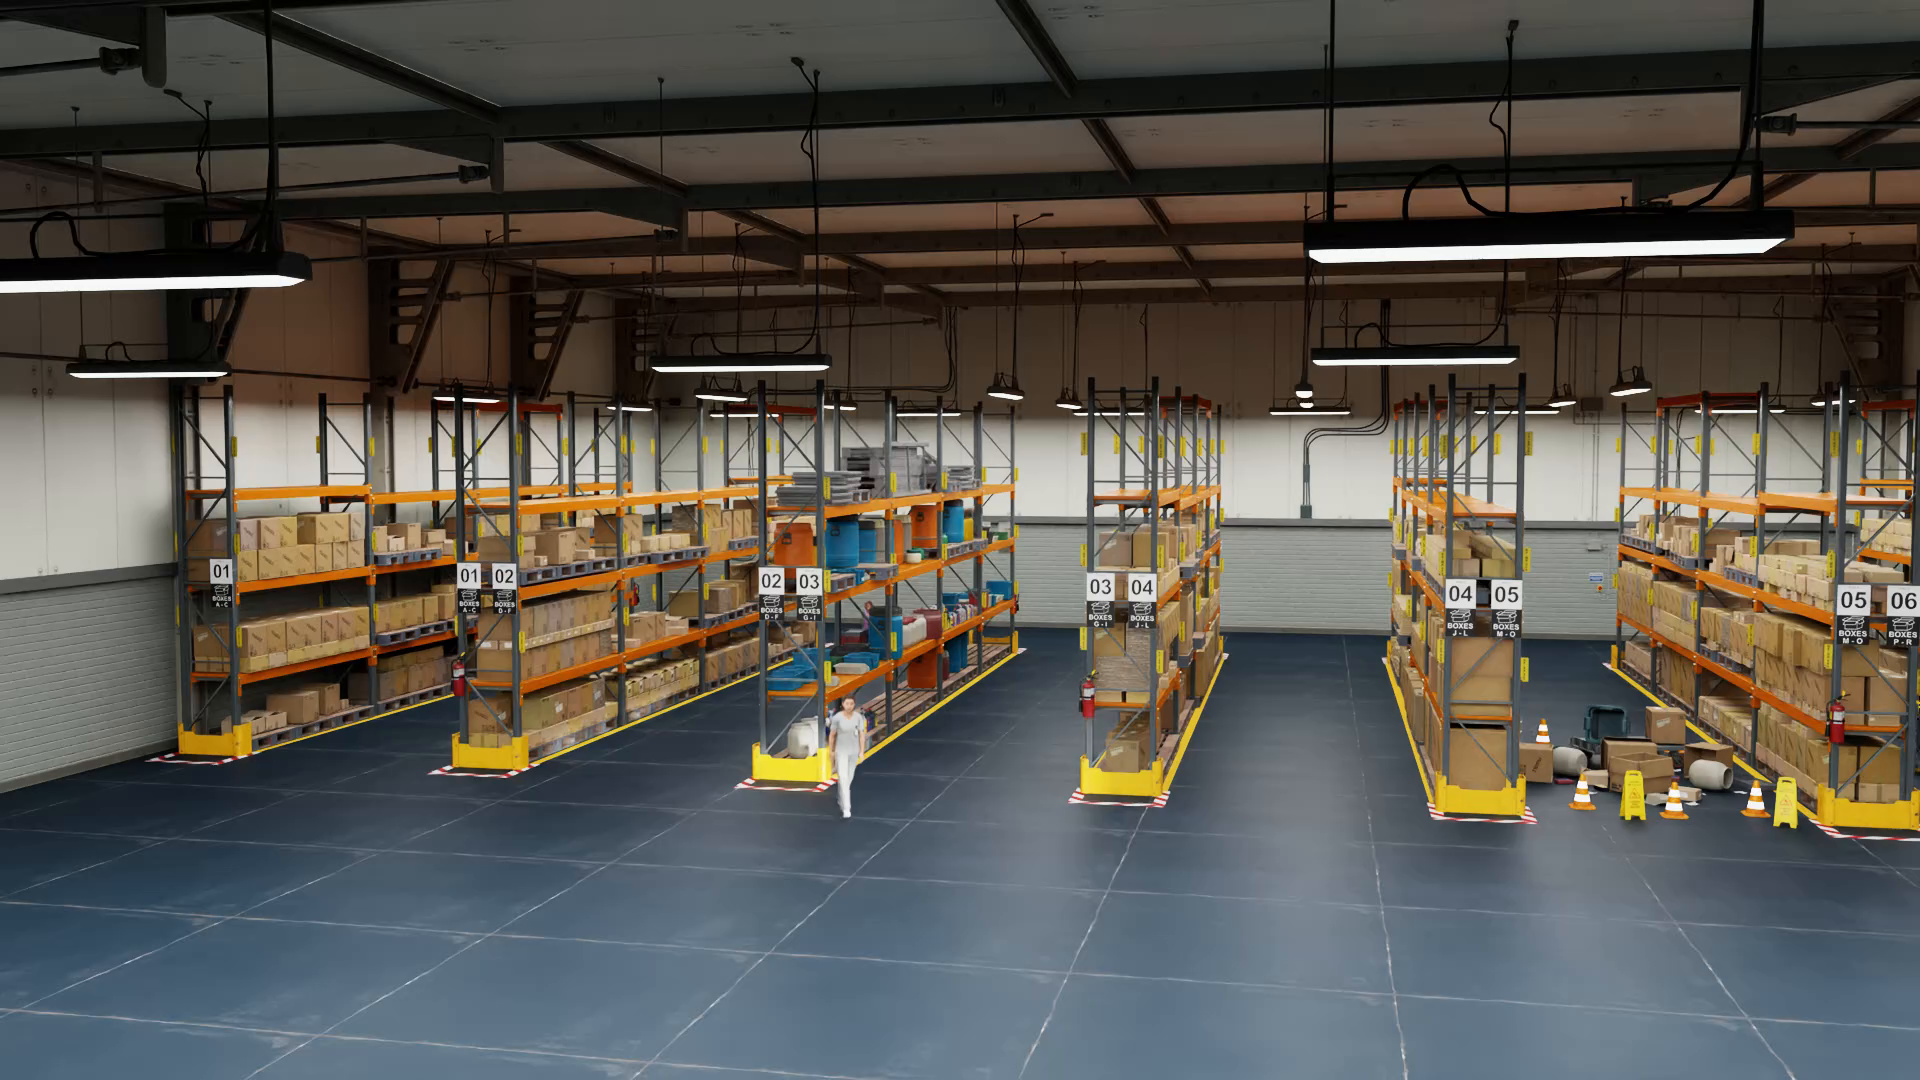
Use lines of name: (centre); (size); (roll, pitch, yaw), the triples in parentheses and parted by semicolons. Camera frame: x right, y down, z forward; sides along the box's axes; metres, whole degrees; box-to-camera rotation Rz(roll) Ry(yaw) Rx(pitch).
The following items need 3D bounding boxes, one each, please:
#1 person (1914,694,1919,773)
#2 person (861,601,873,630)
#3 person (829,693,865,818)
person: (14.856, 2.728, 25.324); (0.544, 1.808, 0.602); (0, 3, 7)
person: (-1.973, 2.132, 37.101); (0.421, 1.561, 0.768); (1, 3, 10)
person: (-1.528, 2.895, 22.641); (0.483, 1.617, 0.973); (-2, 4, -27)
